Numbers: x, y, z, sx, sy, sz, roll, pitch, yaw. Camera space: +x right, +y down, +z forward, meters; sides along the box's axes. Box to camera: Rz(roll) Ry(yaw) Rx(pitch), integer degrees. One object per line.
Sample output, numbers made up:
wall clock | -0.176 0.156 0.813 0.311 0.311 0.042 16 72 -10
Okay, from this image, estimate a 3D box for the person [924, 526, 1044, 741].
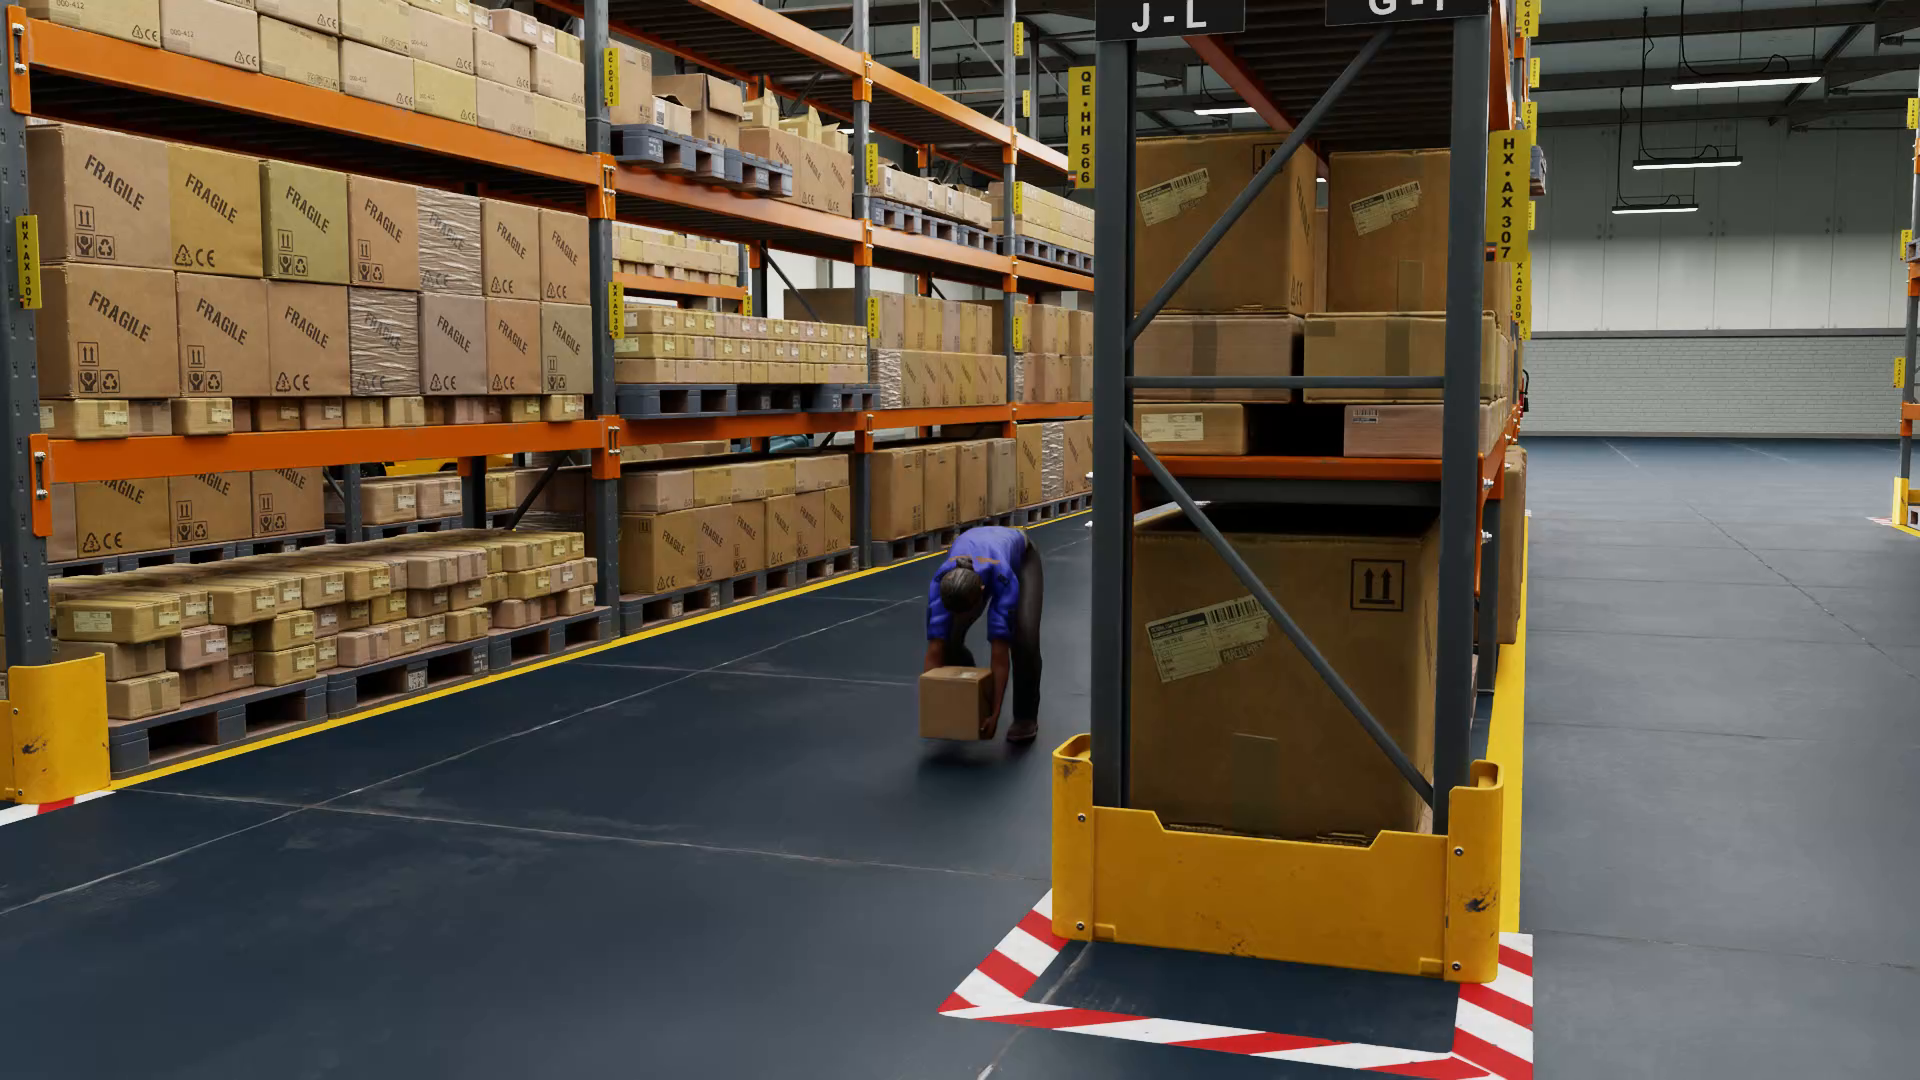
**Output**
person | 0.097 0.409 6.960 0.462 0.904 0.869 2 6 16
